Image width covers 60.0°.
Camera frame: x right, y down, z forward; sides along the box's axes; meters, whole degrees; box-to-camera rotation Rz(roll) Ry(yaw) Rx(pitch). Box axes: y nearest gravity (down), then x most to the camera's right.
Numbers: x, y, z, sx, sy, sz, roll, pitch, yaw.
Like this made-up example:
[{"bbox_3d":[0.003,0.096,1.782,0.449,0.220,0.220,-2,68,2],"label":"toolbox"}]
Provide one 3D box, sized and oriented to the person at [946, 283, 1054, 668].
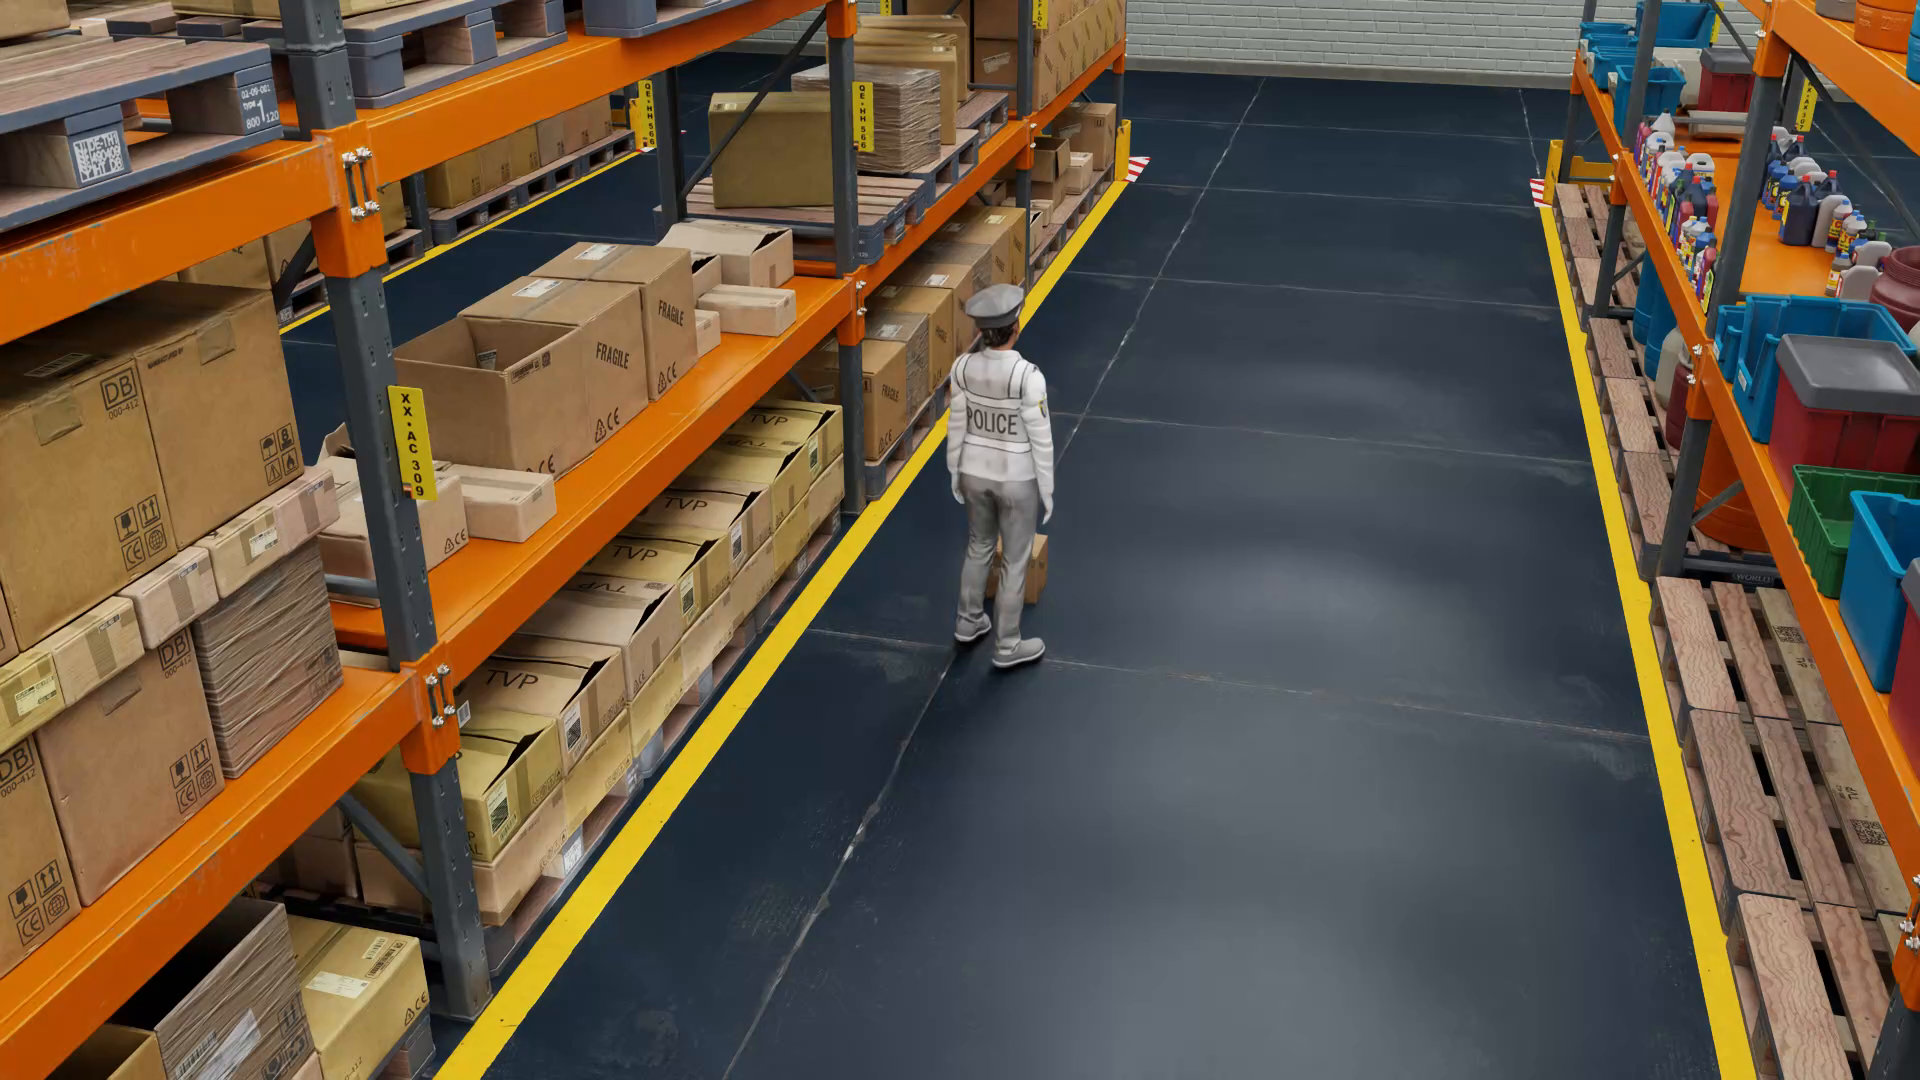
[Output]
[{"bbox_3d":[0.187,-0.264,7.116,0.517,1.672,0.359,14,29,26],"label":"person"}]
